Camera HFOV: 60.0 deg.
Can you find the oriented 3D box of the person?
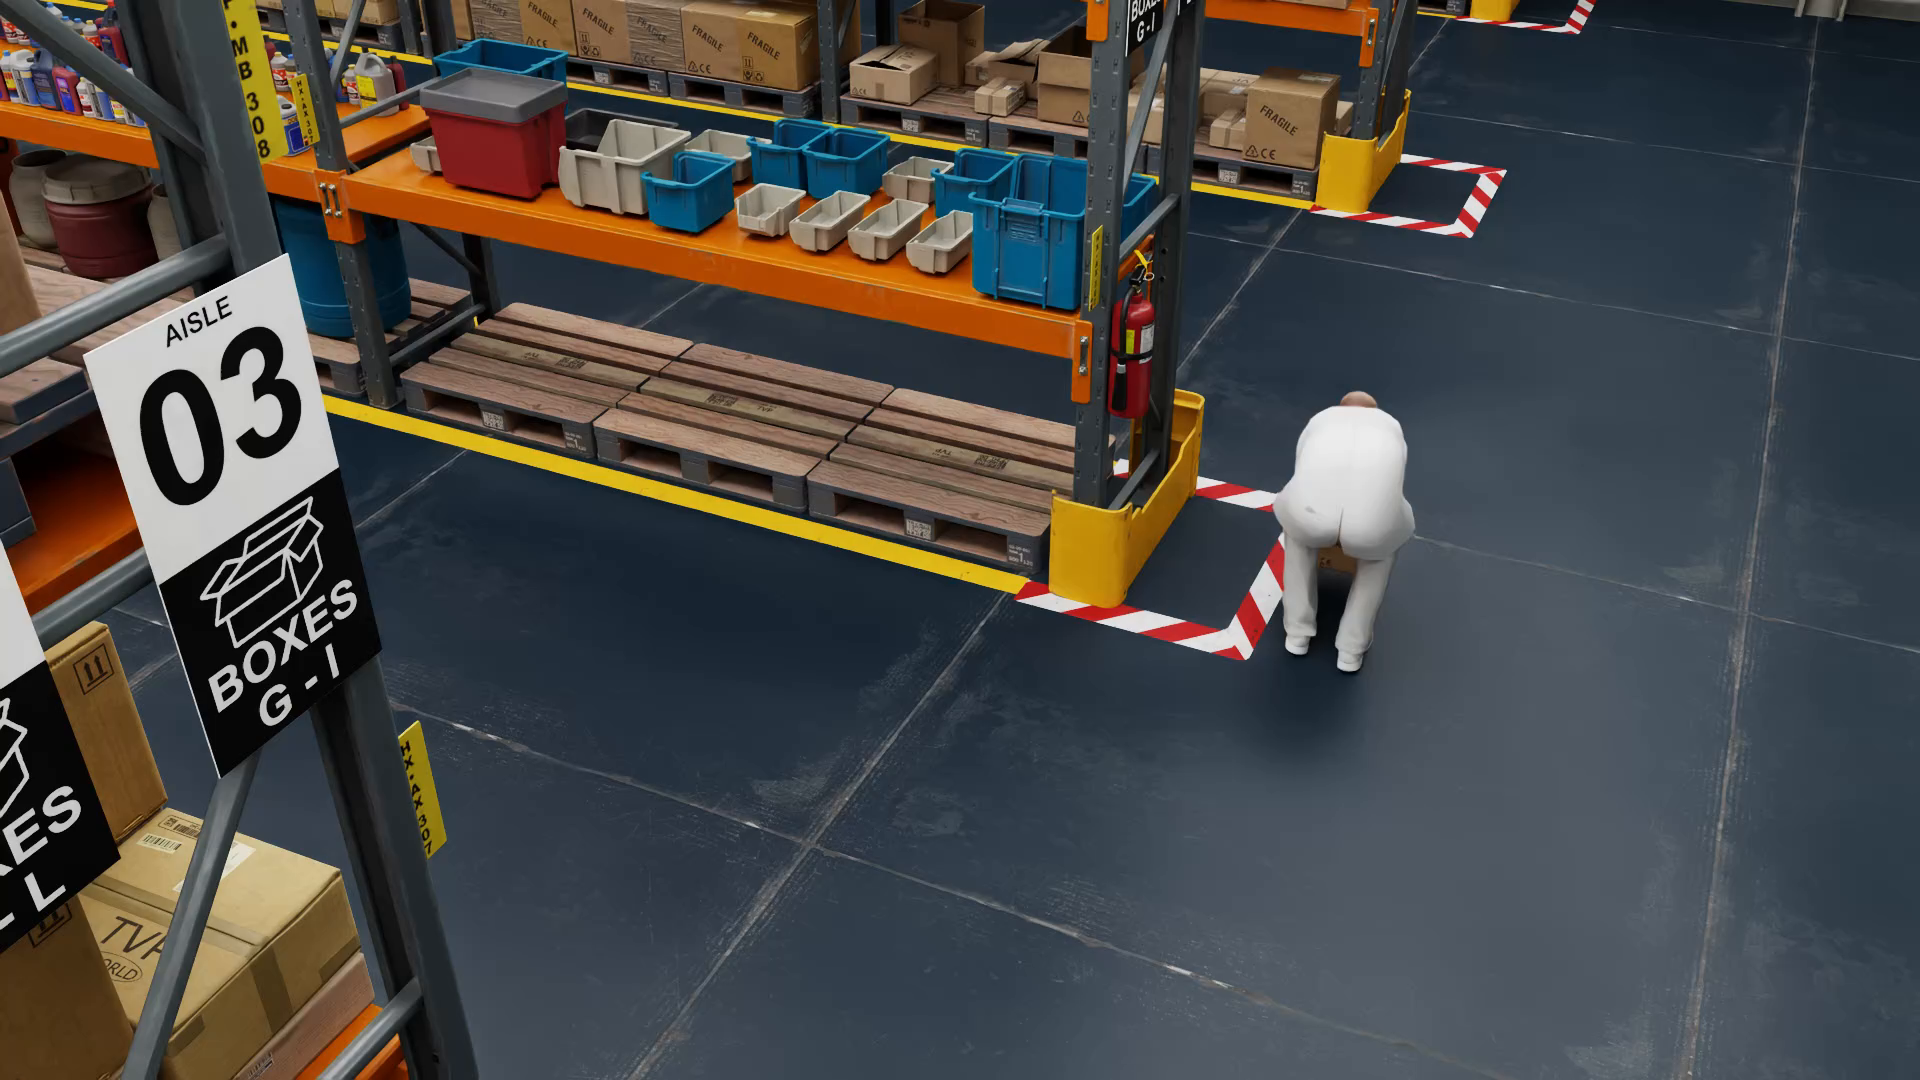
[{"bbox_3d":[1.608,-0.112,6.951,0.571,1.090,0.950,9,34,14],"label":"person"}]
